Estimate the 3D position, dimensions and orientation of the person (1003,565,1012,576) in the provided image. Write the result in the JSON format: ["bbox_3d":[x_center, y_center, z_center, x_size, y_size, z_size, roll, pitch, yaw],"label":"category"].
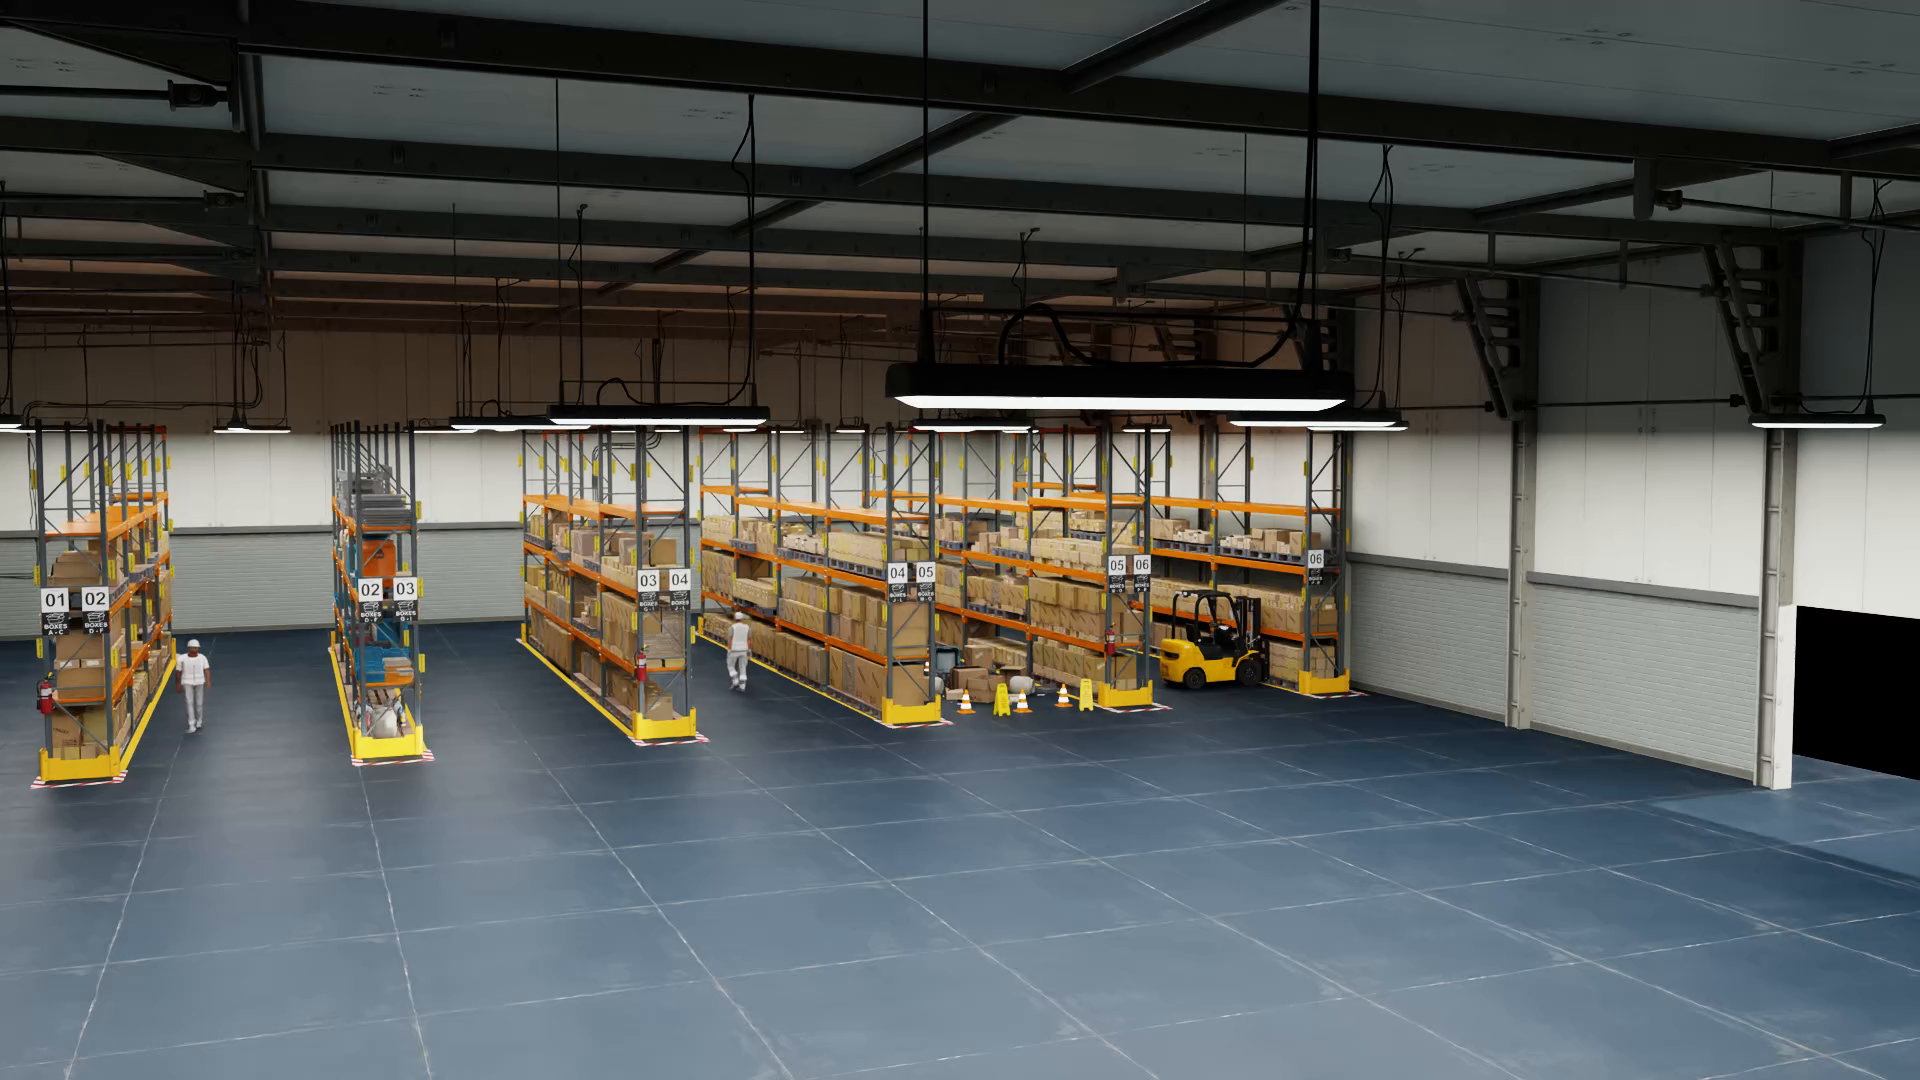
[{"bbox_3d":[1.590,1.581,53.447,1.022,1.593,0.470,-2,4,-23],"label":"person"}]

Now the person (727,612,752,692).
[{"bbox_3d":[-4.947,2.492,37.209,0.590,1.772,0.502,-2,4,-27],"label":"person"}]

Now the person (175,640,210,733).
[{"bbox_3d":[-14.892,2.840,32.373,0.601,1.769,0.806,-3,4,-37],"label":"person"}]

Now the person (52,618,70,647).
[{"bbox_3d":[-21.327,2.345,39.759,0.699,1.720,1.039,-1,4,-21],"label":"person"}]
